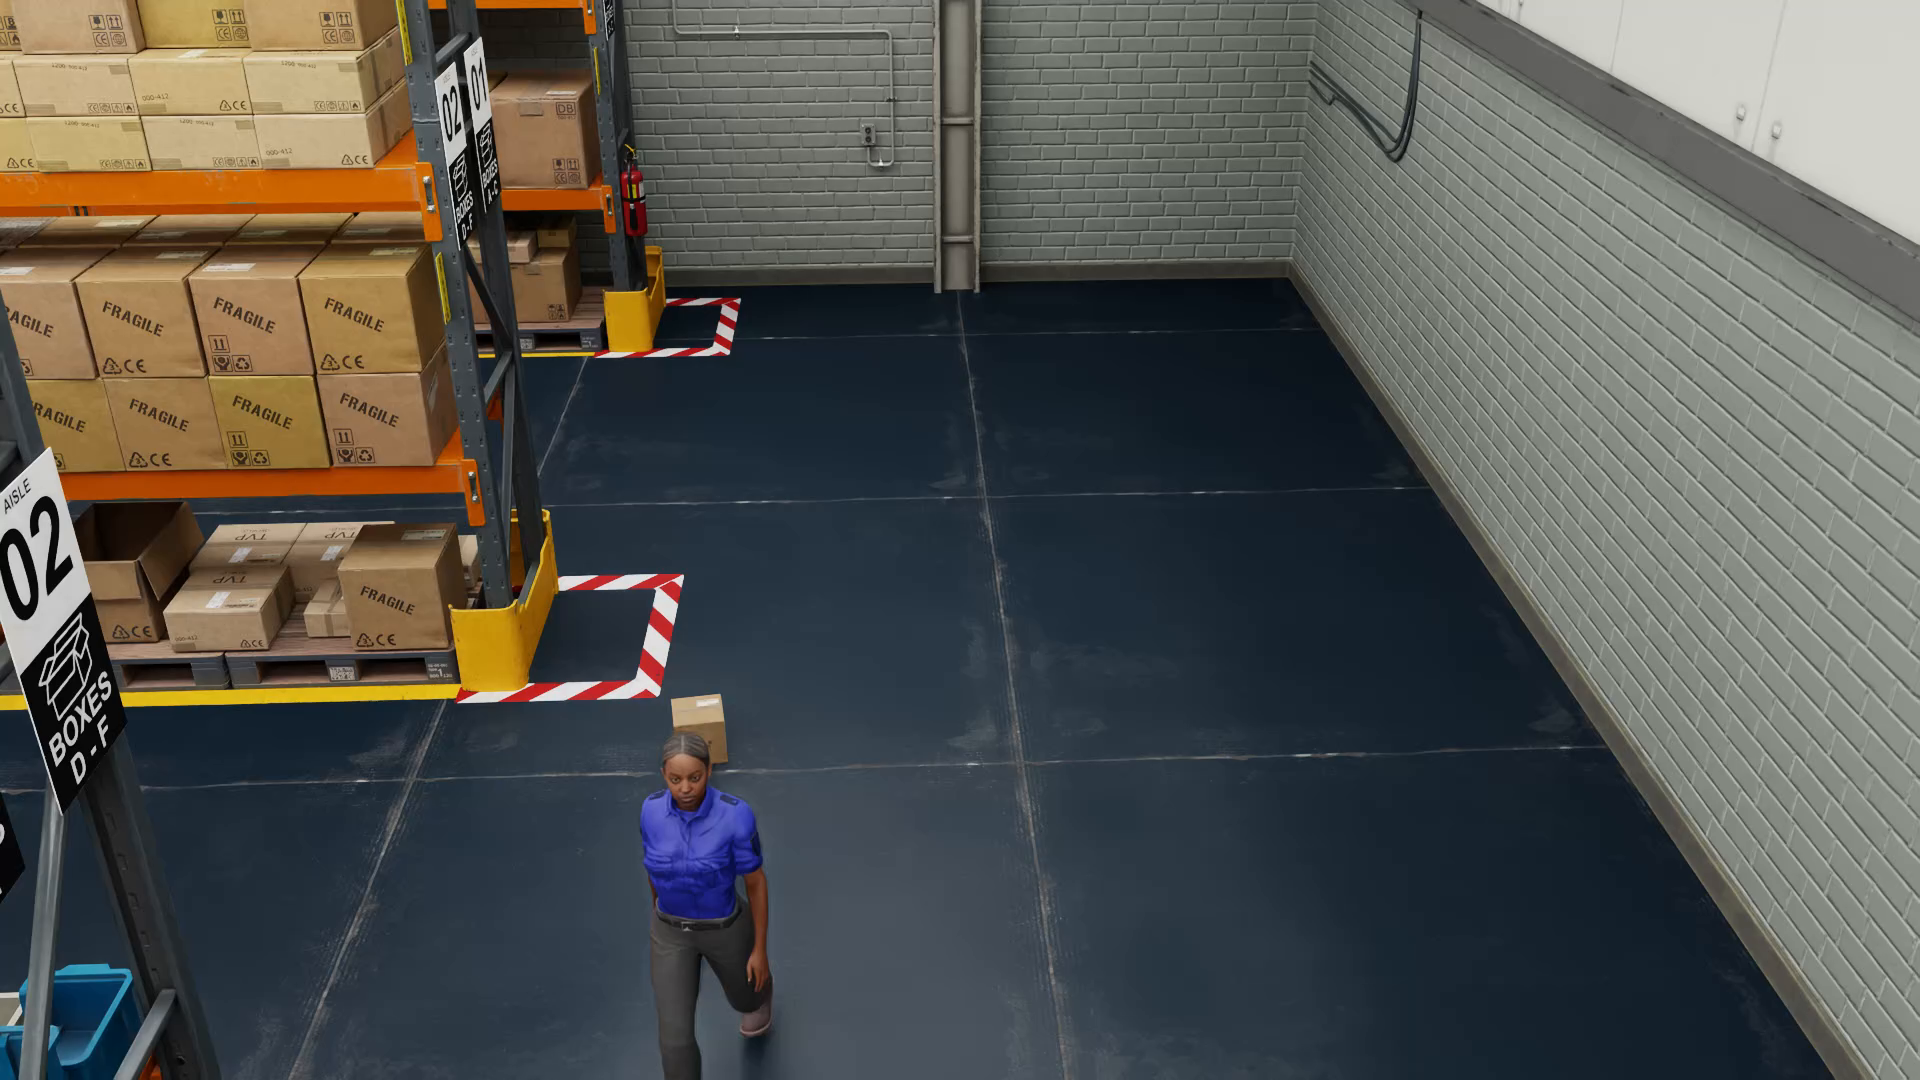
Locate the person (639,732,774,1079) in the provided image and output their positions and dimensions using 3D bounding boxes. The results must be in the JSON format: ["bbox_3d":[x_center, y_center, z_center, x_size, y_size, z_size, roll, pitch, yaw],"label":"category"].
[{"bbox_3d":[-0.901,1.386,5.982,0.466,1.609,0.950,2,28,3],"label":"person"}]
